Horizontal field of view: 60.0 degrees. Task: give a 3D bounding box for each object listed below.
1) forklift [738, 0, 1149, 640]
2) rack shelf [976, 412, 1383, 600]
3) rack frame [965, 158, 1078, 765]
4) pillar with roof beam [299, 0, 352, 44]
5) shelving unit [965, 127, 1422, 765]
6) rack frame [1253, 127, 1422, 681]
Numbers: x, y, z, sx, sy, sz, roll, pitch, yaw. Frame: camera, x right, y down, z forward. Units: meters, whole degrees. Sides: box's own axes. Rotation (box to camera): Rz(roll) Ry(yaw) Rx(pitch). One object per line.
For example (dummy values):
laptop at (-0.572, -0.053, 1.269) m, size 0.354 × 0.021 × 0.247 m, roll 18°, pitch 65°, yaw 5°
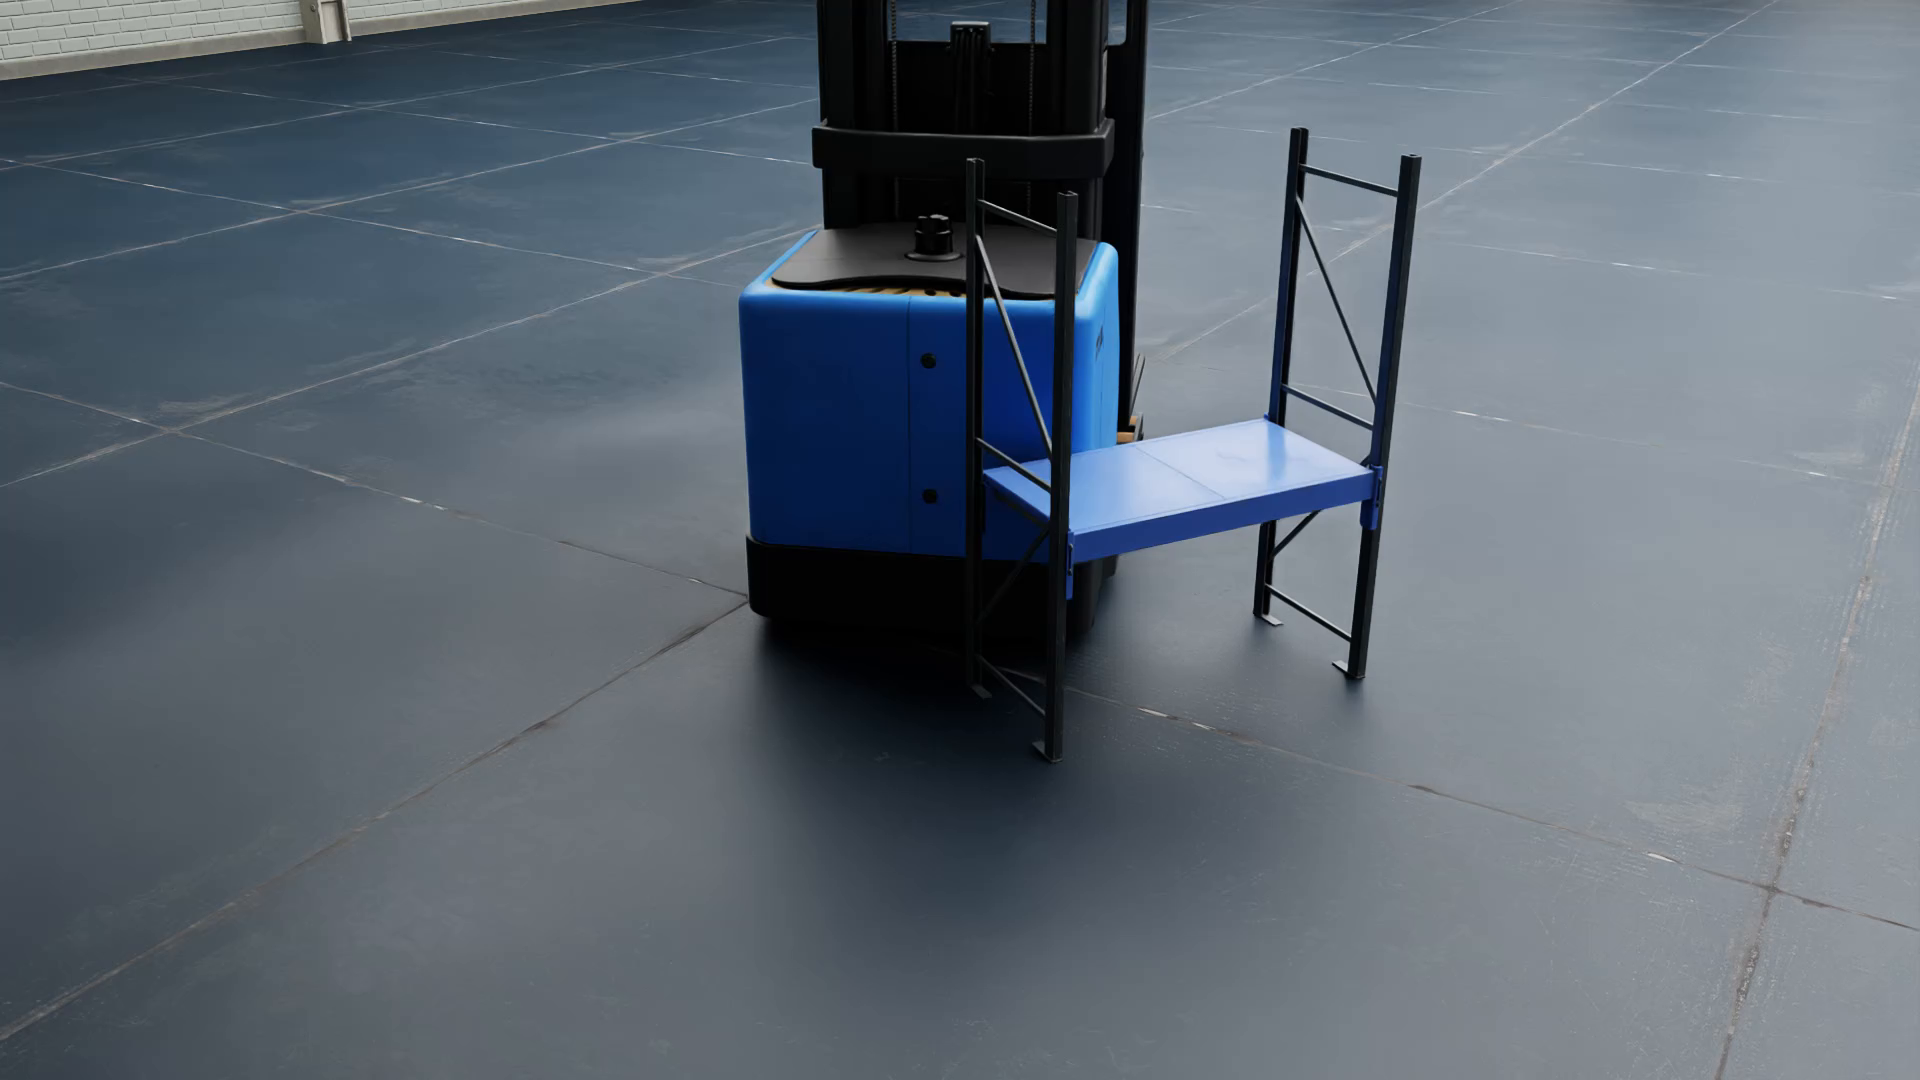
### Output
forklift at (0.114, -1.605, 5.769) m, size 1.130 × 2.935 × 3.031 m, roll 4°, pitch 24°, yaw 9°
rack shelf at (0.595, -0.115, 4.579) m, size 1.000 × 0.185 × 0.538 m, roll -12°, pitch 26°, yaw -25°
rack frame at (0.143, -0.187, 4.294) m, size 0.032 × 1.500 × 0.500 m, roll -12°, pitch 26°, yaw -25°
pillar with roof beam at (-3.453, -8.843, 14.850) m, size 9.100 × 9.000 × 0.400 m, roll 14°, pitch 27°, yaw 29°
shelving unit at (0.595, -0.280, 4.508) m, size 1.048 × 1.500 × 0.538 m, roll -12°, pitch 26°, yaw -25°
rack frame at (1.047, -0.372, 4.721) m, size 0.032 × 1.500 × 0.500 m, roll -12°, pitch 26°, yaw -25°
